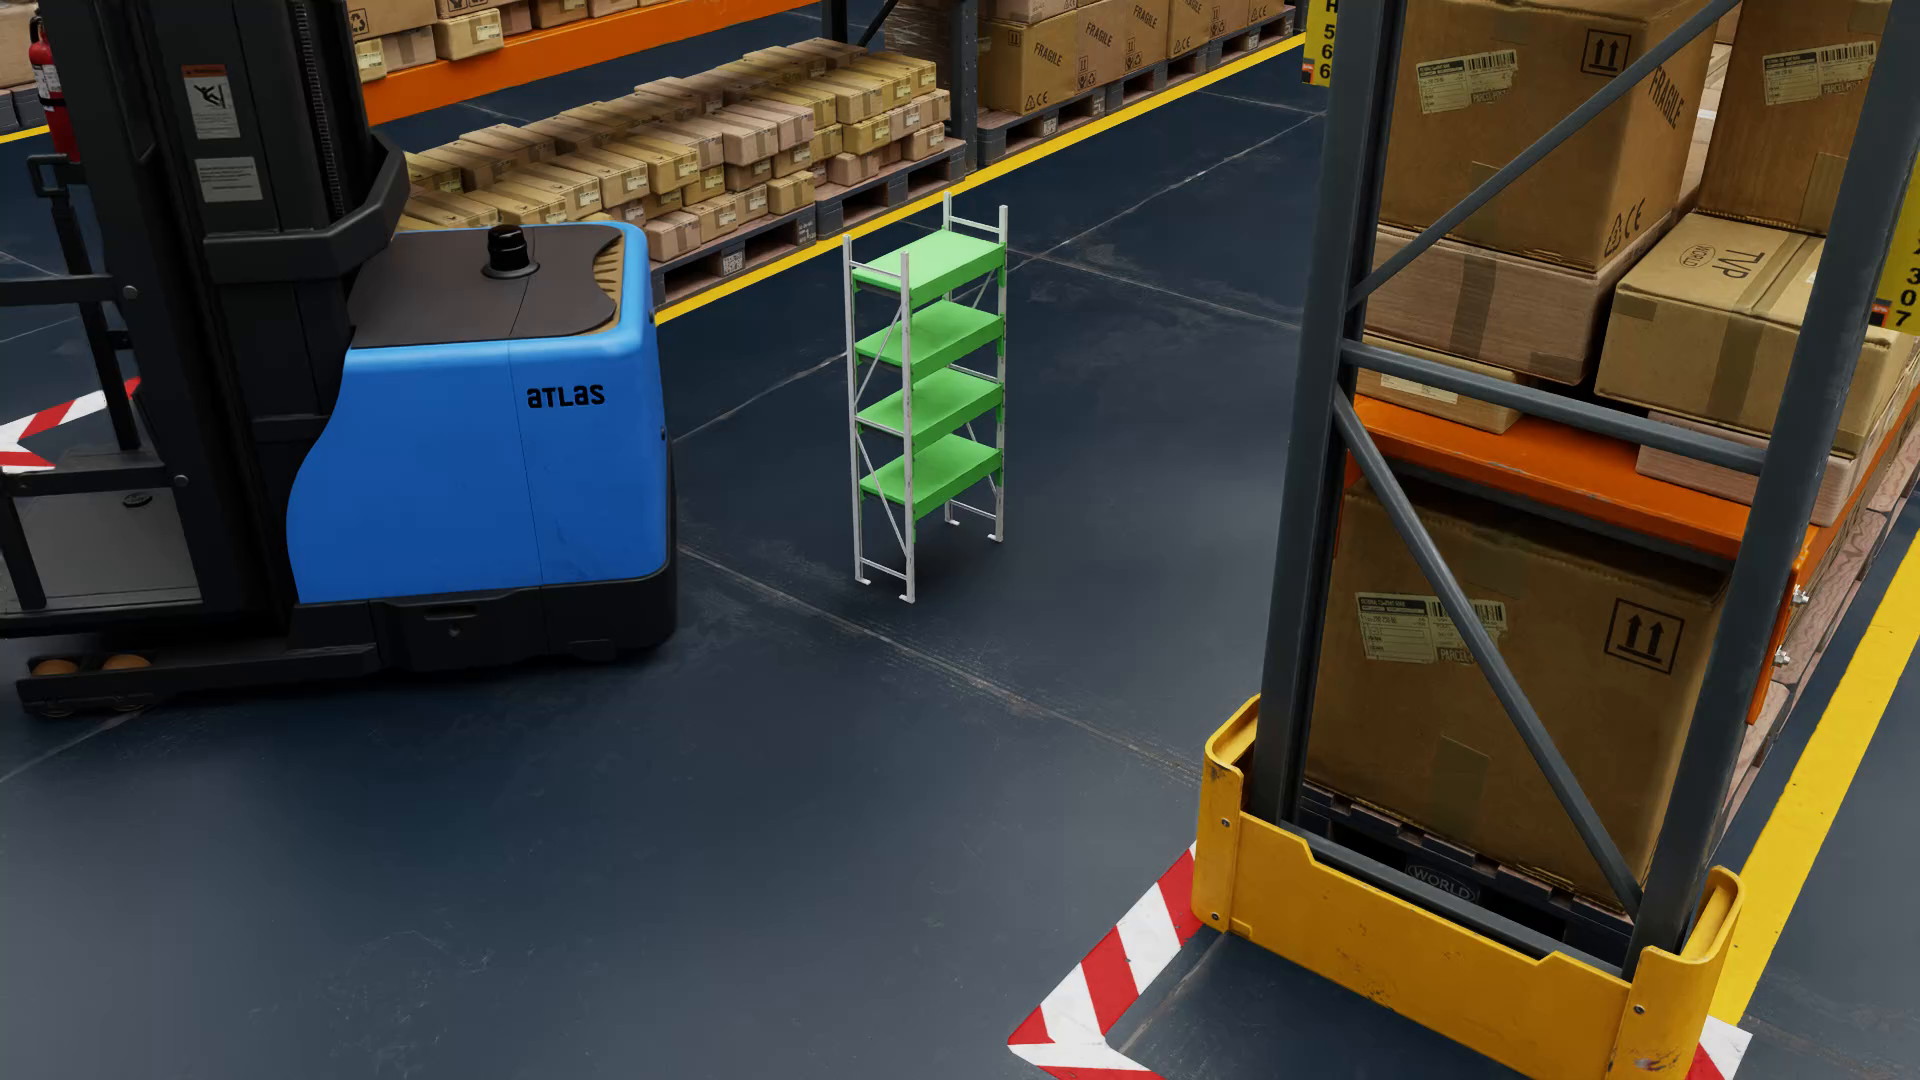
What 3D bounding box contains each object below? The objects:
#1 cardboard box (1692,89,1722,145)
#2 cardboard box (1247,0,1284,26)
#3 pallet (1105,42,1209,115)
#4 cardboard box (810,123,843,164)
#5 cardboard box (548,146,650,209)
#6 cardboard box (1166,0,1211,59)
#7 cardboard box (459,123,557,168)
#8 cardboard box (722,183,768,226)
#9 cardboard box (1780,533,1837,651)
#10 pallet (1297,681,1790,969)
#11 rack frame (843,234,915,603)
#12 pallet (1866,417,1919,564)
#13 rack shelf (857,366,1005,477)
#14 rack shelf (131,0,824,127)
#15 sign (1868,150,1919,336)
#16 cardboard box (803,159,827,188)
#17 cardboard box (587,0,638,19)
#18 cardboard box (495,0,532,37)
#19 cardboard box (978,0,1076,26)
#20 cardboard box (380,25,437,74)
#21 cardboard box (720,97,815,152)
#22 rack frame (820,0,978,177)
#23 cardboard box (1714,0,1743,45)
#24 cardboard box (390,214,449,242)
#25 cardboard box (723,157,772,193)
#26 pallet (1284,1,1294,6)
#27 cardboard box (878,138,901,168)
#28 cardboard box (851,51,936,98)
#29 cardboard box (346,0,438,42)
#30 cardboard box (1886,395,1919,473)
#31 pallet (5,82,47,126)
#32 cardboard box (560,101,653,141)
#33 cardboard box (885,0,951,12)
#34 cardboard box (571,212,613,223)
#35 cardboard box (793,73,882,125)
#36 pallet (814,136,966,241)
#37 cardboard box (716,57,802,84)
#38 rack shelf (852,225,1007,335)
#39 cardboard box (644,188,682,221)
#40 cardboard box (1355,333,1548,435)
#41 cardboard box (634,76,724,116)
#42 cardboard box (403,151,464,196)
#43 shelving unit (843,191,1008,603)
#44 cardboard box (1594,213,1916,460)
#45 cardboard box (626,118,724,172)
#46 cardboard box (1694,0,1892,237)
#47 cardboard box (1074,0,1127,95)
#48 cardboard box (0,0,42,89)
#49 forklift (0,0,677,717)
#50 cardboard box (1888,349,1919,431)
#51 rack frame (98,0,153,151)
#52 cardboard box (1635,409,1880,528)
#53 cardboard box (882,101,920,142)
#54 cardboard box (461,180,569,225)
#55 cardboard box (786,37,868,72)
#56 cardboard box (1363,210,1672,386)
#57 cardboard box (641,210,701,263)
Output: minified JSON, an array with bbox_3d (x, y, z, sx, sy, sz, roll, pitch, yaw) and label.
[{"bbox_3d":[1.833,-1.012,4.371,0.500,0.250,0.500,20,36,30],"label":"cardboard box"},{"bbox_3d":[1.885,-3.833,11.316,0.500,0.500,0.500,21,37,31],"label":"cardboard box"},{"bbox_3d":[0.864,-3.066,10.716,1.003,0.211,1.213,21,37,31],"label":"pallet"},{"bbox_3d":[-0.808,-2.007,8.286,0.380,0.149,0.250,21,37,32],"label":"cardboard box"},{"bbox_3d":[-1.584,-1.591,7.293,0.380,0.149,0.250,23,37,33],"label":"cardboard box"},{"bbox_3d":[1.263,-3.404,10.591,0.500,0.500,0.500,19,36,29],"label":"cardboard box"},{"bbox_3d":[-2.060,-1.769,7.593,0.380,0.149,0.250,23,37,33],"label":"cardboard box"},{"bbox_3d":[-1.141,-1.634,7.950,0.380,0.149,0.250,22,37,32],"label":"cardboard box"},{"bbox_3d":[2.010,-0.178,4.780,0.875,0.875,0.875,21,37,31],"label":"cardboard box"},{"bbox_3d":[1.559,0.594,4.541,1.003,0.211,1.213,21,37,31],"label":"pallet"},{"bbox_3d":[-0.247,-0.350,5.163,0.240,1.200,0.015,21,37,31],"label":"rack frame"},{"bbox_3d":[3.032,-0.398,6.215,1.003,0.211,1.213,21,37,31],"label":"pallet"},{"bbox_3d":[-0.100,-0.394,5.363,0.258,0.148,0.480,21,37,31],"label":"rack shelf"},{"bbox_3d":[-1.548,-2.328,7.441,1.077,0.370,4.000,21,37,31],"label":"rack shelf"},{"bbox_3d":[1.577,-0.490,2.708,0.100,0.325,0.005,21,37,31],"label":"sign"},{"bbox_3d":[-0.893,-1.863,8.336,0.380,0.149,0.250,20,36,30],"label":"cardboard box"},{"bbox_3d":[-1.570,-2.298,6.932,0.380,0.149,0.250,20,36,30],"label":"cardboard box"},{"bbox_3d":[-1.925,-2.104,6.604,0.380,0.149,0.250,23,38,33],"label":"cardboard box"},{"bbox_3d":[0.316,-3.097,9.338,0.500,0.250,0.500,19,36,29],"label":"cardboard box"},{"bbox_3d":[-2.177,-1.863,6.198,0.380,0.149,0.250,23,37,33],"label":"cardboard box"},{"bbox_3d":[-0.924,-1.996,7.977,0.380,0.149,0.250,19,36,29],"label":"cardboard box"},{"bbox_3d":[-0.340,-3.450,8.630,1.000,3.000,0.127,21,37,31],"label":"rack frame"},{"bbox_3d":[2.446,-1.742,4.867,0.500,0.500,0.500,20,36,30],"label":"cardboard box"},{"bbox_3d":[-2.168,-1.143,6.537,0.380,0.149,0.250,19,36,29],"label":"cardboard box"},{"bbox_3d":[-1.124,-1.794,7.928,0.380,0.149,0.250,19,36,29],"label":"cardboard box"},{"bbox_3d":[2.610,-4.174,12.586,1.003,0.211,1.213,21,37,31],"label":"pallet"},{"bbox_3d":[-0.529,-2.060,8.669,0.380,0.149,0.250,22,37,33],"label":"cardboard box"},{"bbox_3d":[-0.348,-2.436,8.718,0.380,0.149,0.250,22,37,33],"label":"cardboard box"},{"bbox_3d":[-2.264,-2.093,5.949,0.500,0.500,0.500,23,38,33],"label":"cardboard box"},{"bbox_3d":[3.091,-0.906,6.008,0.875,0.875,0.875,21,37,31],"label":"cardboard box"},{"bbox_3d":[-5.605,-2.950,10.521,1.003,0.211,1.213,21,37,31],"label":"pallet"},{"bbox_3d":[-1.677,-1.957,7.910,0.380,0.149,0.250,21,37,32],"label":"cardboard box"},{"bbox_3d":[-0.092,-3.259,9.611,0.500,0.250,0.500,20,36,30],"label":"cardboard box"},{"bbox_3d":[-1.705,-1.332,7.148,0.380,0.149,0.250,22,37,33],"label":"cardboard box"},{"bbox_3d":[-0.615,-2.216,8.348,0.380,0.149,0.250,21,36,31],"label":"cardboard box"},{"bbox_3d":[-0.718,-1.967,8.862,1.003,0.211,1.213,21,37,31],"label":"pallet"},{"bbox_3d":[-1.040,-2.372,8.612,0.380,0.149,0.250,21,36,31],"label":"cardboard box"},{"bbox_3d":[-0.100,-0.807,5.118,0.258,0.148,0.480,21,37,31],"label":"rack shelf"},{"bbox_3d":[-1.490,-1.592,7.587,0.380,0.149,0.250,23,38,34],"label":"cardboard box"},{"bbox_3d":[1.091,-0.395,3.720,0.380,0.149,0.250,22,37,32],"label":"cardboard box"},{"bbox_3d":[-1.398,-2.181,8.289,0.380,0.149,0.250,22,37,32],"label":"cardboard box"},{"bbox_3d":[-2.385,-1.557,7.235,0.380,0.149,0.250,20,36,30],"label":"cardboard box"},{"bbox_3d":[-0.100,-0.449,5.331,0.258,1.200,0.503,21,37,31],"label":"shelving unit"},{"bbox_3d":[1.643,-0.432,3.393,0.500,0.250,0.500,20,36,30],"label":"cardboard box"},{"bbox_3d":[-1.314,-1.816,7.672,0.380,0.149,0.250,21,37,31],"label":"cardboard box"},{"bbox_3d":[1.945,-0.958,3.544,0.500,0.500,0.500,20,36,30],"label":"cardboard box"},{"bbox_3d":[0.635,-2.990,9.893,0.500,0.500,0.500,23,38,33],"label":"cardboard box"},{"bbox_3d":[-5.898,-3.059,10.070,0.875,0.438,0.875,22,37,33],"label":"cardboard box"},{"bbox_3d":[-2.439,-1.031,4.615,3.031,2.935,1.130,-4,31,-7],"label":"forklift"},{"bbox_3d":[1.924,-0.400,3.730,0.380,0.149,0.250,20,36,30],"label":"cardboard box"},{"bbox_3d":[-2.755,-1.824,5.886,1.000,3.000,0.127,21,37,31],"label":"rack frame"},{"bbox_3d":[1.616,-0.191,3.377,0.380,0.149,0.250,22,37,32],"label":"cardboard box"},{"bbox_3d":[-0.431,-2.193,8.600,0.380,0.149,0.250,19,36,29],"label":"cardboard box"},{"bbox_3d":[-1.843,-1.355,6.895,0.380,0.149,0.250,21,37,31],"label":"cardboard box"},{"bbox_3d":[-0.714,-2.584,8.969,0.380,0.149,0.250,23,38,33],"label":"cardboard box"},{"bbox_3d":[1.219,-0.599,3.674,0.500,0.250,0.500,20,36,31],"label":"cardboard box"},{"bbox_3d":[-1.407,-1.405,7.564,0.380,0.149,0.250,19,36,29],"label":"cardboard box"}]
